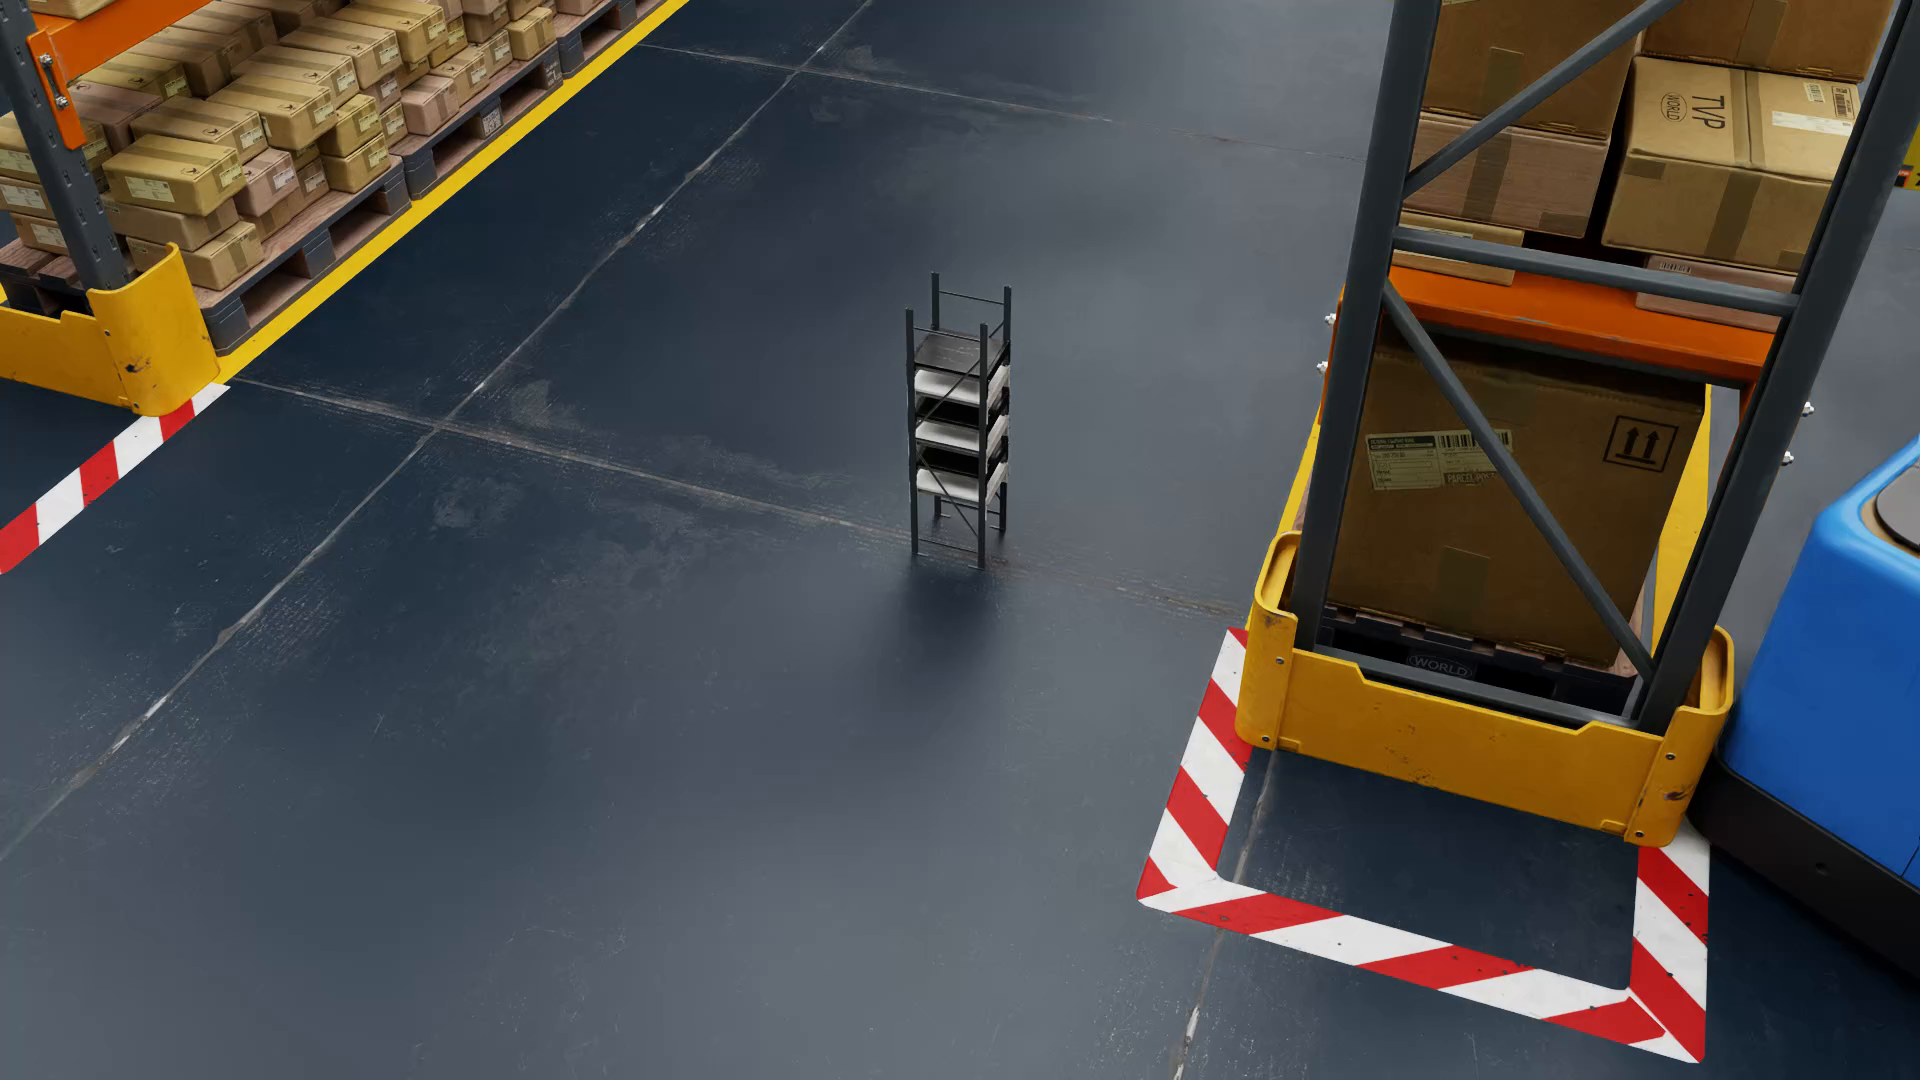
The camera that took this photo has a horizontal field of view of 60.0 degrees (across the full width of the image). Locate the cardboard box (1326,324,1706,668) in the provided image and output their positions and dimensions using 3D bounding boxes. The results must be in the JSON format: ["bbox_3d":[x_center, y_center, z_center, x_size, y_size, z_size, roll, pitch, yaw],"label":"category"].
[{"bbox_3d":[1.506,-0.338,4.649,0.875,0.875,0.875,13,42,15],"label":"cardboard box"}]

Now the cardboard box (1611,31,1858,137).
[{"bbox_3d":[1.952,-1.186,4.216,0.500,0.250,0.500,13,42,15],"label":"cardboard box"}]

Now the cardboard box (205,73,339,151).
[{"bbox_3d":[-2.578,-1.607,6.237,0.380,0.149,0.250,13,42,15],"label":"cardboard box"}]

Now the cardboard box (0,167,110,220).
[{"bbox_3d":[-3.351,-1.315,6.124,0.380,0.149,0.250,12,42,14],"label":"cardboard box"}]

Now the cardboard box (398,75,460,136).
[{"bbox_3d":[-2.338,-1.837,6.965,0.380,0.149,0.250,11,42,13],"label":"cardboard box"}]

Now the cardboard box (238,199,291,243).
[{"bbox_3d":[-2.771,-1.243,6.269,0.380,0.149,0.250,13,42,15],"label":"cardboard box"}]

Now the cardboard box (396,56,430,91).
[{"bbox_3d":[-2.451,-2.006,6.933,0.380,0.149,0.250,15,43,17],"label":"cardboard box"}]

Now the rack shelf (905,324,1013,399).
[{"bbox_3d":[-0.003,-0.517,4.799,0.258,0.077,0.200,13,42,15],"label":"rack shelf"}]

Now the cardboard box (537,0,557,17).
[{"bbox_3d":[-2.111,-2.492,7.733,0.380,0.149,0.250,12,42,14],"label":"cardboard box"}]

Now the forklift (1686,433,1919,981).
[{"bbox_3d":[3.333,-0.722,3.838,3.031,2.935,1.130,-29,48,-29],"label":"forklift"}]

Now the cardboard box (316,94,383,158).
[{"bbox_3d":[-2.506,-1.648,6.514,0.380,0.149,0.250,15,43,16],"label":"cardboard box"}]

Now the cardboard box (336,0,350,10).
[{"bbox_3d":[-2.767,-2.371,7.132,0.380,0.149,0.250,13,42,15],"label":"cardboard box"}]

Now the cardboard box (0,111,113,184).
[{"bbox_3d":[-3.321,-1.422,6.020,0.380,0.149,0.250,14,42,16],"label":"cardboard box"}]

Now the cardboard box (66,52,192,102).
[{"bbox_3d":[-3.212,-1.749,6.403,0.380,0.149,0.250,12,42,14],"label":"cardboard box"}]

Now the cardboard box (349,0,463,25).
[{"bbox_3d":[-2.338,-2.269,7.012,0.380,0.149,0.250,13,42,15],"label":"cardboard box"}]

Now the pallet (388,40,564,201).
[{"bbox_3d":[-2.508,-1.956,7.380,1.003,0.211,1.213,13,42,15],"label":"pallet"}]

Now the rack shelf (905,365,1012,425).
[{"bbox_3d":[-0.003,-0.449,4.857,0.258,0.077,0.200,13,42,15],"label":"rack shelf"}]

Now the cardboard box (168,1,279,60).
[{"bbox_3d":[-3.024,-2.069,6.778,0.380,0.149,0.250,15,43,17],"label":"cardboard box"}]

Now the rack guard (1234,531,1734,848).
[{"bbox_3d":[1.354,0.387,4.411,1.175,0.500,0.348,13,42,15],"label":"rack guard"}]

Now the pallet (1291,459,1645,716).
[{"bbox_3d":[1.563,-0.023,5.114,1.003,0.211,1.213,13,42,15],"label":"pallet"}]

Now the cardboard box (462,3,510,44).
[{"bbox_3d":[-2.218,-2.322,7.304,0.380,0.149,0.250,11,42,13],"label":"cardboard box"}]

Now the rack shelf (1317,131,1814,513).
[{"bbox_3d":[2.047,-1.525,5.281,1.077,0.370,4.000,13,42,15],"label":"rack shelf"}]

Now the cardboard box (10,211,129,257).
[{"bbox_3d":[-3.280,-1.184,6.199,0.380,0.149,0.250,14,42,16],"label":"cardboard box"}]

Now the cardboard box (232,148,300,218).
[{"bbox_3d":[-2.697,-1.347,6.161,0.380,0.149,0.250,13,42,15],"label":"cardboard box"}]

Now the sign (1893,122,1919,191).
[{"bbox_3d":[1.882,-0.811,3.162,0.100,0.325,0.005,13,42,15],"label":"sign"}]

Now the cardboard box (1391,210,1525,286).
[{"bbox_3d":[1.175,-0.773,4.039,0.380,0.149,0.250,14,42,16],"label":"cardboard box"}]

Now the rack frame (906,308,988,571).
[{"bbox_3d":[-0.038,-0.275,4.879,0.240,0.900,0.006,13,42,15],"label":"rack frame"}]

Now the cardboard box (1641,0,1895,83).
[{"bbox_3d":[1.952,-1.458,3.956,0.500,0.500,0.500,12,42,14],"label":"cardboard box"}]

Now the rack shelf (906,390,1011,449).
[{"bbox_3d":[-0.003,-0.381,4.915,0.258,0.077,0.200,13,42,15],"label":"rack shelf"}]

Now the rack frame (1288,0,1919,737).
[{"bbox_3d":[1.363,-0.579,3.617,1.000,3.000,0.127,13,42,15],"label":"rack frame"}]

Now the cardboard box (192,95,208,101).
[{"bbox_3d":[-2.987,-1.773,6.661,0.380,0.149,0.250,13,42,15],"label":"cardboard box"}]

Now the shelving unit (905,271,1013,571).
[{"bbox_3d":[-0.003,-0.337,4.952,0.258,0.900,0.210,13,42,15],"label":"shelving unit"}]

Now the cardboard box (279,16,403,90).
[{"bbox_3d":[-2.467,-1.944,6.632,0.380,0.149,0.250,15,43,17],"label":"cardboard box"}]

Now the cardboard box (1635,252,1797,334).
[{"bbox_3d":[1.794,-0.626,3.867,0.380,0.149,0.250,14,42,16],"label":"cardboard box"}]

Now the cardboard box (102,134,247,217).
[{"bbox_3d":[-2.765,-1.287,5.862,0.380,0.149,0.250,11,42,13],"label":"cardboard box"}]

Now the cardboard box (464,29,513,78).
[{"bbox_3d":[-2.216,-2.166,7.350,0.380,0.149,0.250,14,42,16],"label":"cardboard box"}]

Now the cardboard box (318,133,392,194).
[{"bbox_3d":[-2.502,-1.527,6.602,0.380,0.149,0.250,14,42,16],"label":"cardboard box"}]
